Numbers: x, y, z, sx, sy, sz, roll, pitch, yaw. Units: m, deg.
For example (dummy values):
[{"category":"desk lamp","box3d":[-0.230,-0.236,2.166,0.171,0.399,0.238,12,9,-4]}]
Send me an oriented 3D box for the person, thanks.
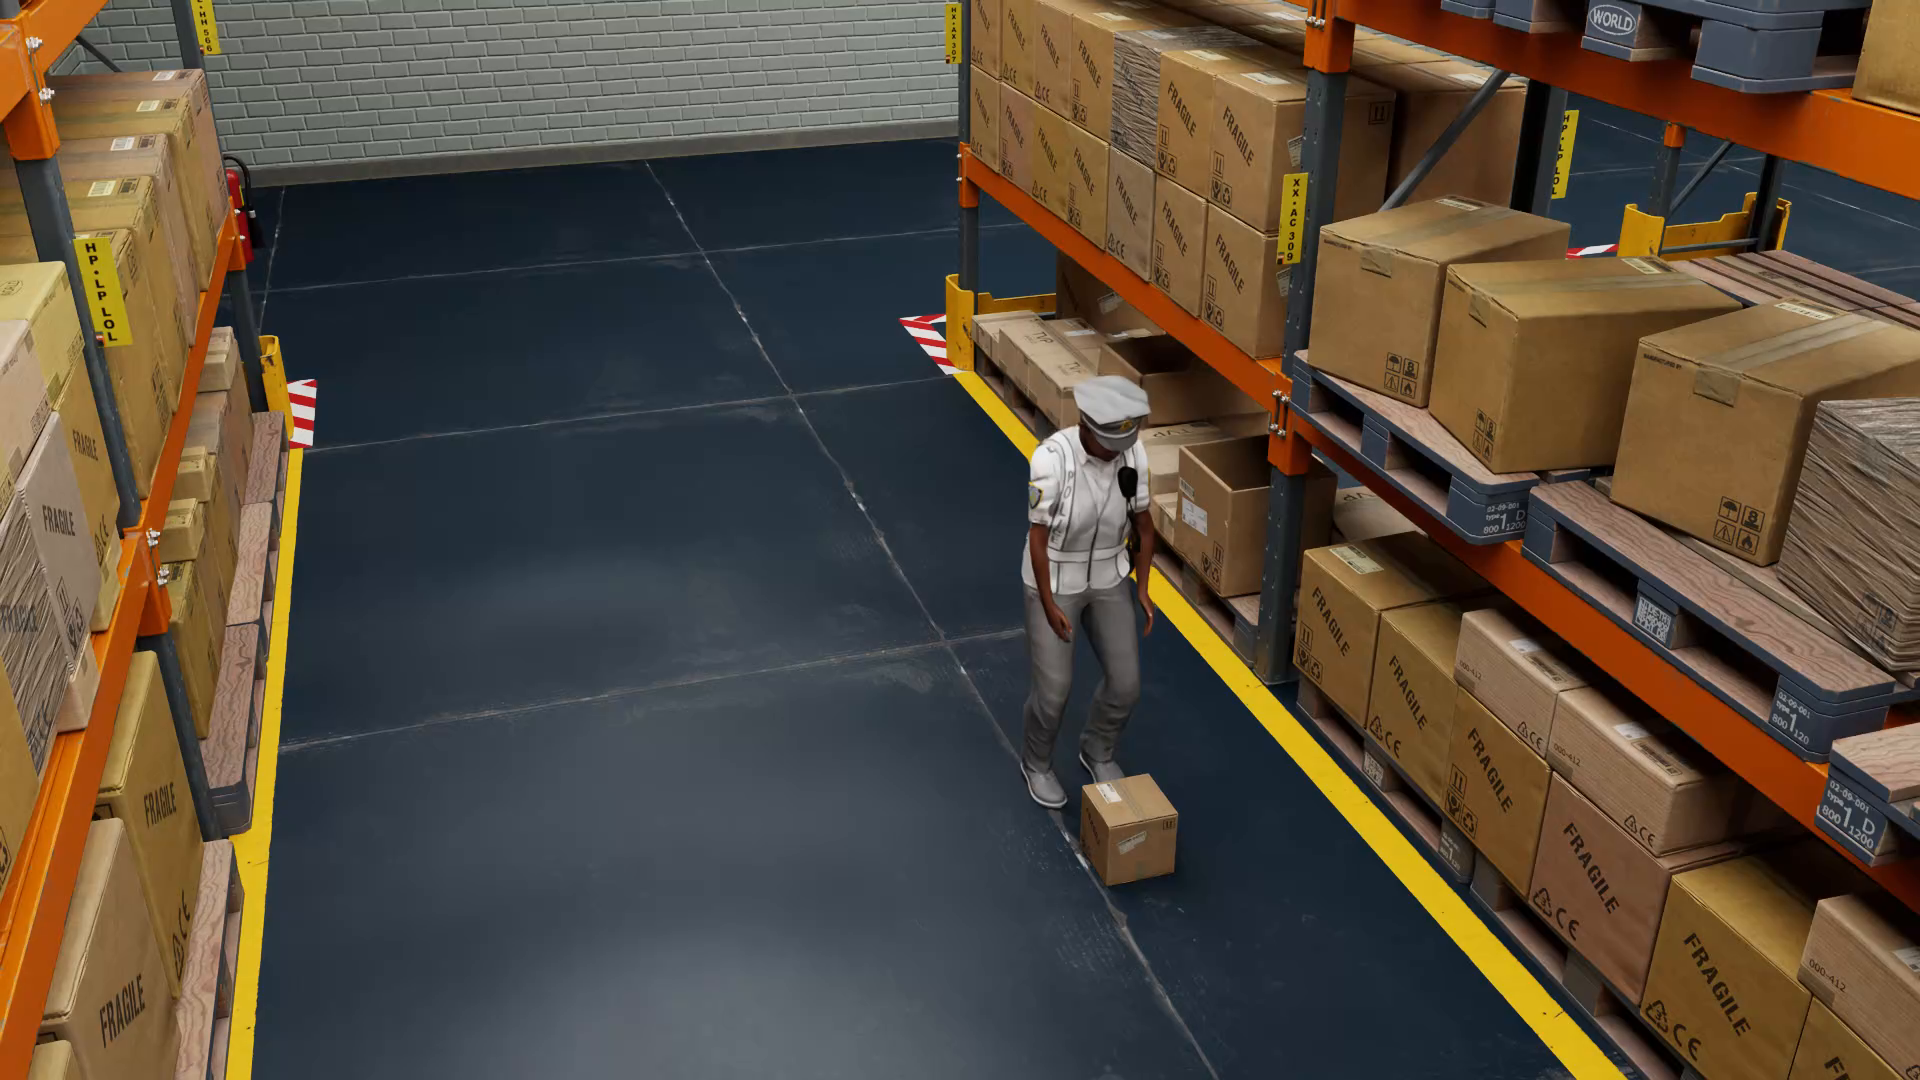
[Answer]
[{"category":"person","box3d":[0.454,0.183,5.816,0.461,1.615,0.460,-8,28,-16]}]
